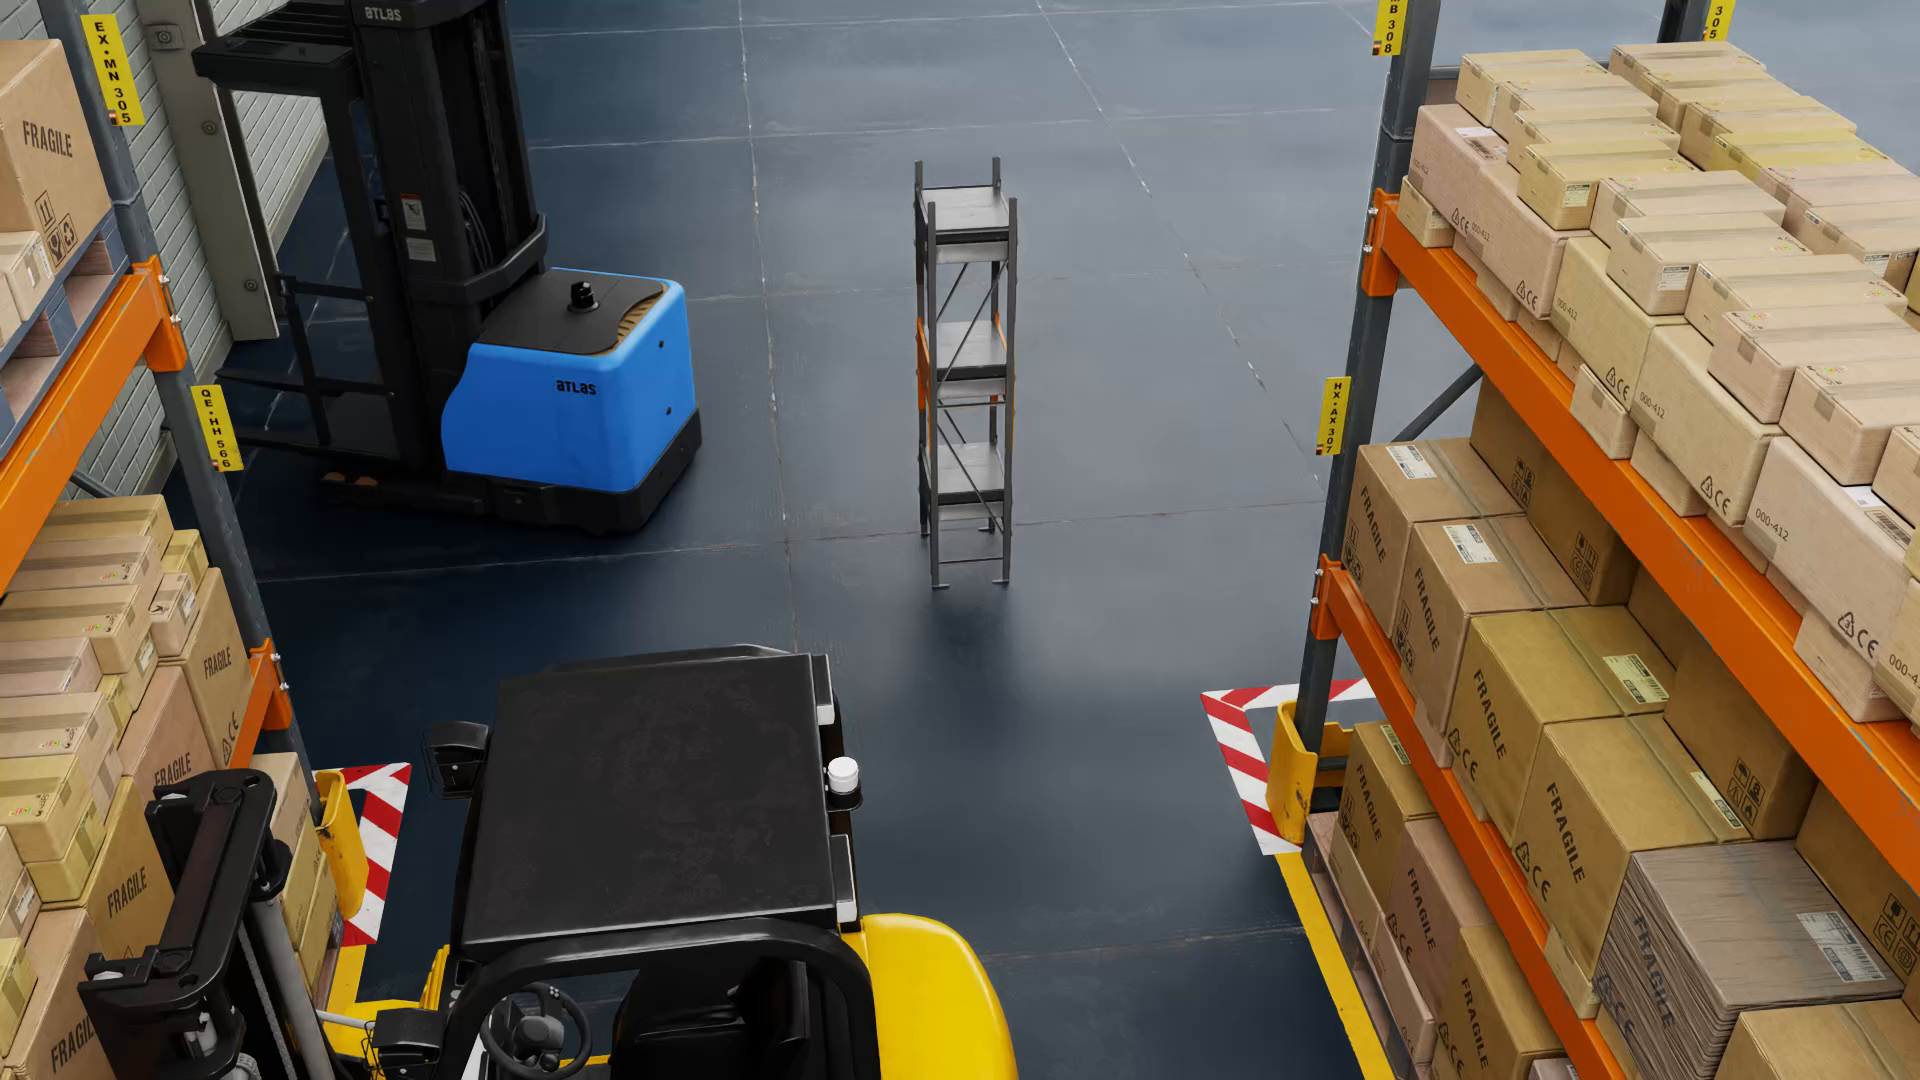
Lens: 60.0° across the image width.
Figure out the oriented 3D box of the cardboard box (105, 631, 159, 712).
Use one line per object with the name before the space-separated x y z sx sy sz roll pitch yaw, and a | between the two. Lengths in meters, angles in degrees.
cardboard box | -2.644 0.394 4.972 0.380 0.149 0.250 -4 34 -5

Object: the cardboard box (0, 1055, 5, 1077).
cardboard box | -2.394 1.250 3.717 0.380 0.149 0.250 -5 35 -8

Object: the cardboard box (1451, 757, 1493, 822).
cardboard box | 1.812 0.753 5.333 0.380 0.149 0.250 -3 34 -5

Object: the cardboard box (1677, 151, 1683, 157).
cardboard box | 2.248 -1.172 5.141 0.500 0.250 0.500 -5 35 -7

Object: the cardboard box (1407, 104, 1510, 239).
cardboard box | 1.715 -1.137 5.088 0.500 0.250 0.500 -5 35 -7

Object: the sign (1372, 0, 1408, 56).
sign | 1.374 -1.697 5.265 0.100 0.325 0.005 -4 35 -6

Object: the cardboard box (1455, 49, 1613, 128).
cardboard box | 1.758 -1.388 5.104 0.380 0.149 0.250 -5 35 -7

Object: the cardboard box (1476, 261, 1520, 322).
cardboard box | 1.760 -0.773 4.909 0.380 0.149 0.250 -3 34 -5

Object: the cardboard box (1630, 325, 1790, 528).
cardboard box | 1.917 -0.281 3.833 0.500 0.250 0.500 -4 34 -5

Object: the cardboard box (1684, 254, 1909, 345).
cardboard box | 1.931 -0.537 3.854 0.380 0.149 0.250 -4 34 -5

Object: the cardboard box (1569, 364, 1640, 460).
cardboard box | 1.812 -0.342 4.277 0.380 0.149 0.250 -4 34 -6

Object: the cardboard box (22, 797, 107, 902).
cardboard box | -2.485 0.818 4.350 0.380 0.149 0.250 -4 34 -6

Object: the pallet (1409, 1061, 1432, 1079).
pallet | 2.157 2.193 5.473 1.003 0.211 1.213 -4 35 -6

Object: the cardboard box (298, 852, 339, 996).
cardboard box | -2.630 1.442 6.168 0.500 0.250 0.500 -4 34 -6

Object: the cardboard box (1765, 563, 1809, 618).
cardboard box | 2.030 0.080 3.657 0.380 0.149 0.250 -4 34 -5

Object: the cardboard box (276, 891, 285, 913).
cardboard box | -2.561 1.308 5.476 0.500 0.250 0.500 -4 34 -6

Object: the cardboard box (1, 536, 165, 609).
cardboard box | -2.685 0.128 5.098 0.380 0.149 0.250 -4 35 -6

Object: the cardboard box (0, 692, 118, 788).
cardboard box | -2.518 0.553 4.474 0.380 0.149 0.250 -4 34 -5

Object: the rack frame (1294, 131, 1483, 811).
rack frame | 1.912 -0.137 6.416 1.000 3.000 0.127 -4 35 -6

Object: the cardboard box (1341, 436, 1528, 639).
cardboard box | 1.701 -0.016 5.885 0.500 0.500 0.500 -5 35 -7

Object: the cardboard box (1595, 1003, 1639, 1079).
cardboard box | 1.960 1.331 4.485 0.380 0.149 0.250 -5 35 -7

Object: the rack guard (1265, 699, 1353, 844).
rack guard | 1.922 0.938 7.058 1.175 0.500 0.348 -4 35 -6

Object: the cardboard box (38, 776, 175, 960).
cardboard box | -2.550 1.031 4.614 0.500 0.500 0.500 -5 35 -7

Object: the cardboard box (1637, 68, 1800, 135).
cardboard box | 2.246 -1.289 4.958 0.380 0.149 0.250 -4 34 -6

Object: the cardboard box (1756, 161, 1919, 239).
cardboard box | 2.308 -0.865 4.336 0.380 0.149 0.250 -4 35 -6

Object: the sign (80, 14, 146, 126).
sign | -2.467 -1.365 4.838 0.100 0.325 0.005 -4 35 -6

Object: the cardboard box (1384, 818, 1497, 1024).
cardboard box | 1.825 1.292 5.723 0.500 0.500 0.500 -6 35 -8

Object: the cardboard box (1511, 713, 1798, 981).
cardboard box | 1.920 0.840 4.629 0.500 0.500 0.500 -5 35 -7

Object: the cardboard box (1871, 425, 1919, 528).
cardboard box | 2.035 -0.111 3.229 0.380 0.149 0.250 -5 35 -7

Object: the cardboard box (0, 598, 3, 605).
cardboard box | -3.121 0.274 5.149 0.380 0.149 0.250 -4 35 -6

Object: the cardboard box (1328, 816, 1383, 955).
cardboard box | 1.746 1.297 6.381 0.500 0.250 0.500 -5 35 -7

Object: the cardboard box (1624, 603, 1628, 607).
cardboard box | 2.321 0.261 5.480 0.500 0.500 0.500 -4 35 -6

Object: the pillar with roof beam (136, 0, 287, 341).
pillar with roof beam | -0.347 -5.455 8.893 9.100 9.000 0.400 -4 35 -6

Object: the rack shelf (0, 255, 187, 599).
rack shelf | -2.737 0.415 3.582 1.077 0.370 4.000 -4 35 -6

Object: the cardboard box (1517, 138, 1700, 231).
cardboard box | 1.740 -0.959 4.474 0.380 0.149 0.250 -4 35 -7

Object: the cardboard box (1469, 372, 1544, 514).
cardboard box | 2.197 -0.446 5.629 0.700 0.500 0.500 -5 35 -8

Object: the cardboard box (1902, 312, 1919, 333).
cardboard box | 2.459 -0.321 3.891 0.500 0.250 0.500 -4 34 -6

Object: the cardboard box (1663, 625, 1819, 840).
cardboard box | 2.358 0.403 4.383 0.700 0.500 0.500 -5 35 -7

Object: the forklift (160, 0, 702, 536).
forklift | -3.057 -1.669 8.726 3.031 2.935 1.130 8 35 11

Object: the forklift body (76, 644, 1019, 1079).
forklift body | -0.943 1.512 4.750 2.313 2.155 1.214 -4 35 -6

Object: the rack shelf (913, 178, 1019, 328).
rack shelf | 0.022 -1.342 7.765 0.431 0.518 0.480 -4 35 -6

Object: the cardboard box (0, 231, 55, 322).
cardboard box | -2.594 -0.670 4.296 0.380 0.149 0.250 -5 35 -8

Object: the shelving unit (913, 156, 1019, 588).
shelving unit | 0.022 -0.775 8.152 0.431 2.100 0.503 -4 35 -6
